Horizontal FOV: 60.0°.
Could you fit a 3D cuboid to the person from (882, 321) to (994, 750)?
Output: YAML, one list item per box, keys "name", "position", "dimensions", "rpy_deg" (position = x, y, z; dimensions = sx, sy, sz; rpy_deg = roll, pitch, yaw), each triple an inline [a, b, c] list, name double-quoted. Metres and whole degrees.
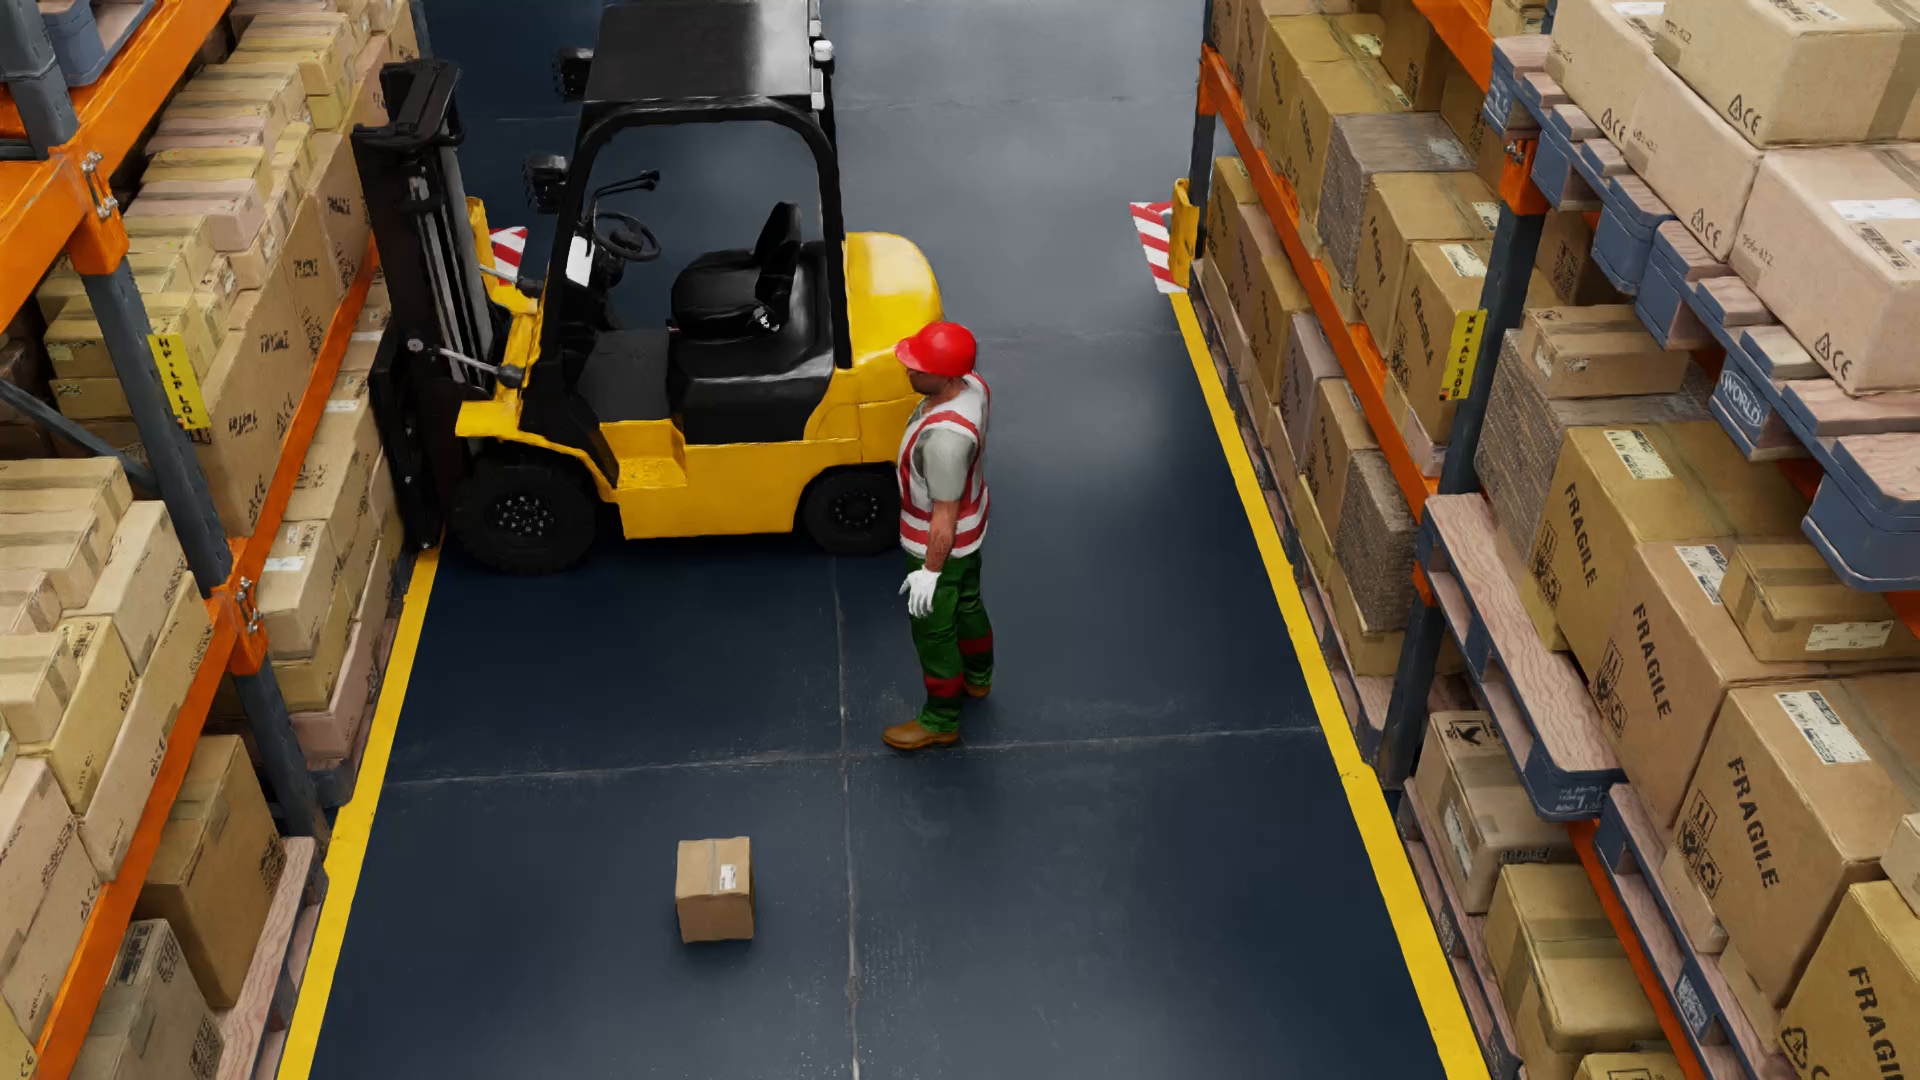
- name: "person"
  position: [-0.076, -0.017, 6.110]
  dimensions: [0.379, 1.795, 0.665]
  rpy_deg: [8, 39, 9]
